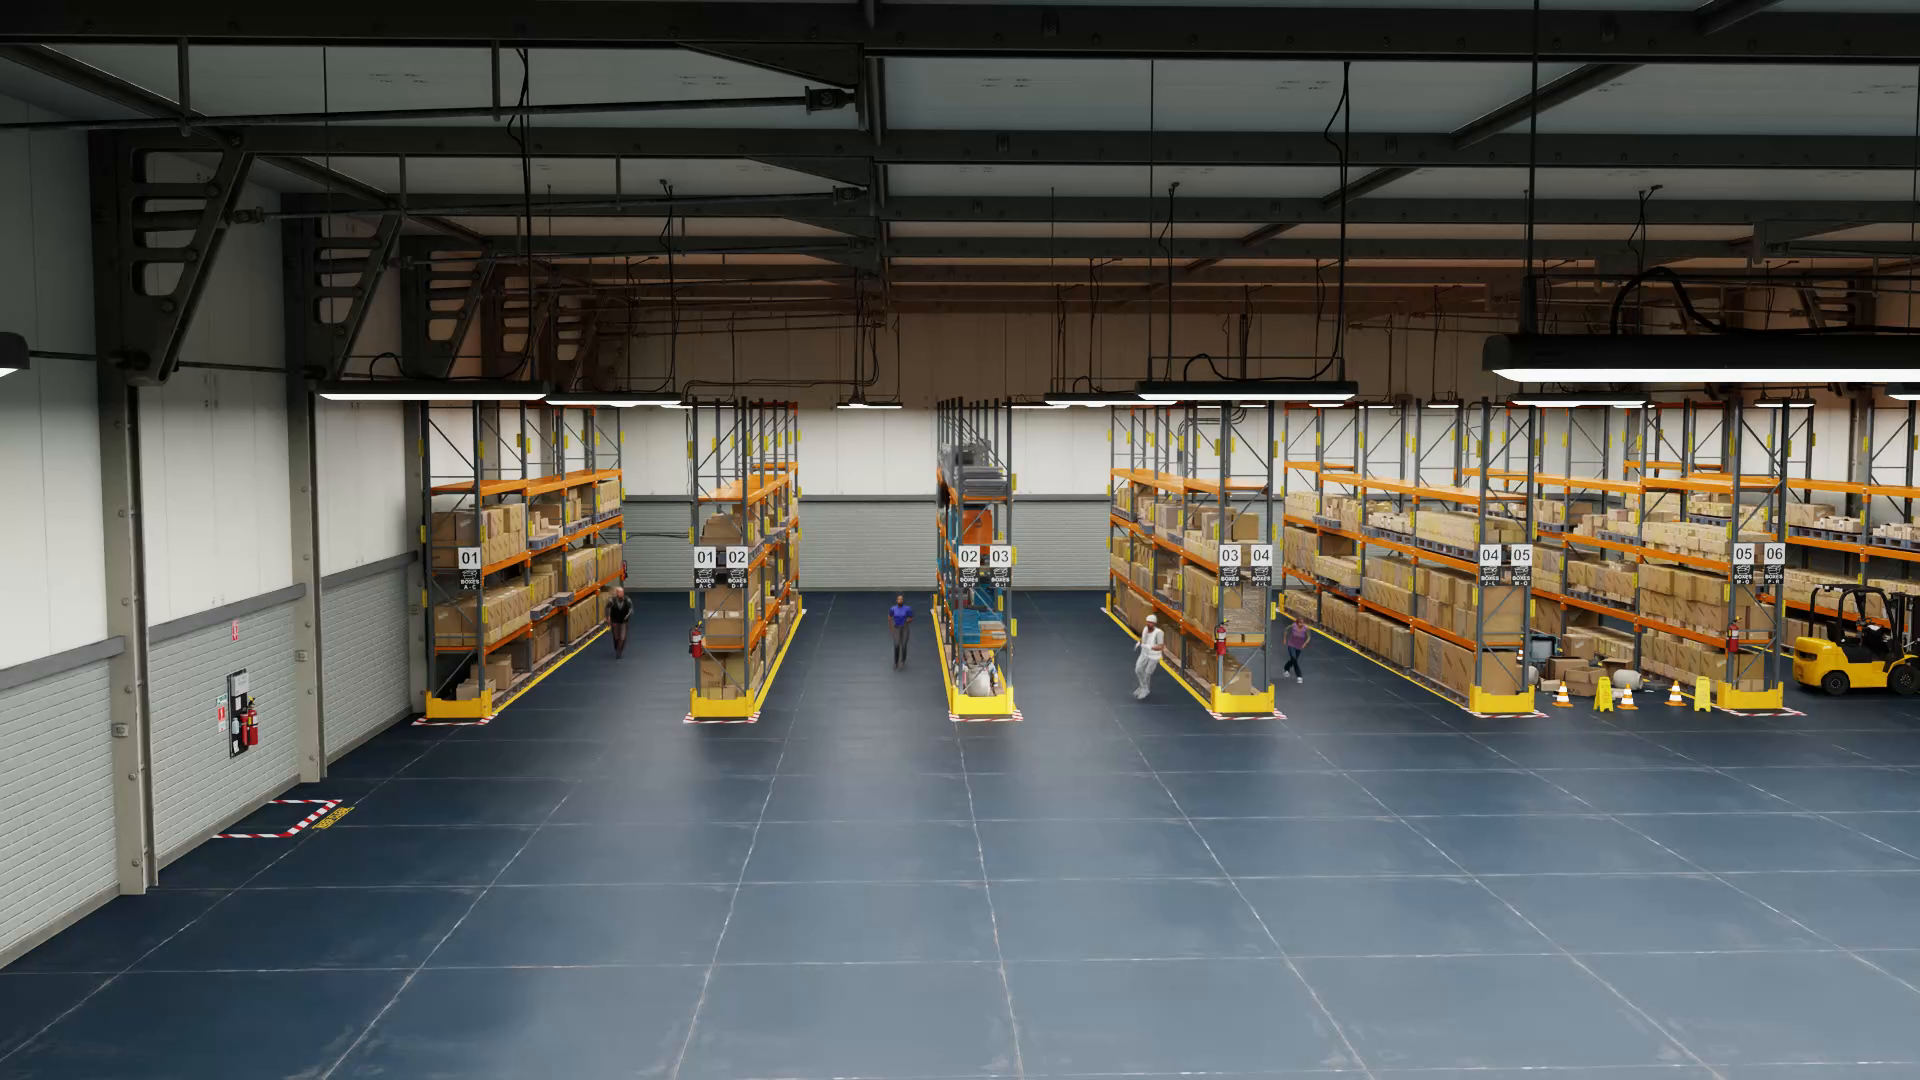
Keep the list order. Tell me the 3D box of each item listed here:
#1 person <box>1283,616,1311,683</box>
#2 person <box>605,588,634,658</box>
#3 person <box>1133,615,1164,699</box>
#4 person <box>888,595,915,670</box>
[{"bbox_3d":[7.102,2.266,35.216,0.529,1.419,0.982,0,4,-3],"label":"person"},{"bbox_3d":[-7.906,1.918,38.620,0.646,1.654,0.691,-2,5,-20],"label":"person"},{"bbox_3d":[3.735,2.304,33.079,0.818,1.671,0.724,3,5,32],"label":"person"},{"bbox_3d":[-1.300,2.061,36.966,0.586,1.677,0.721,0,4,-2],"label":"person"}]
